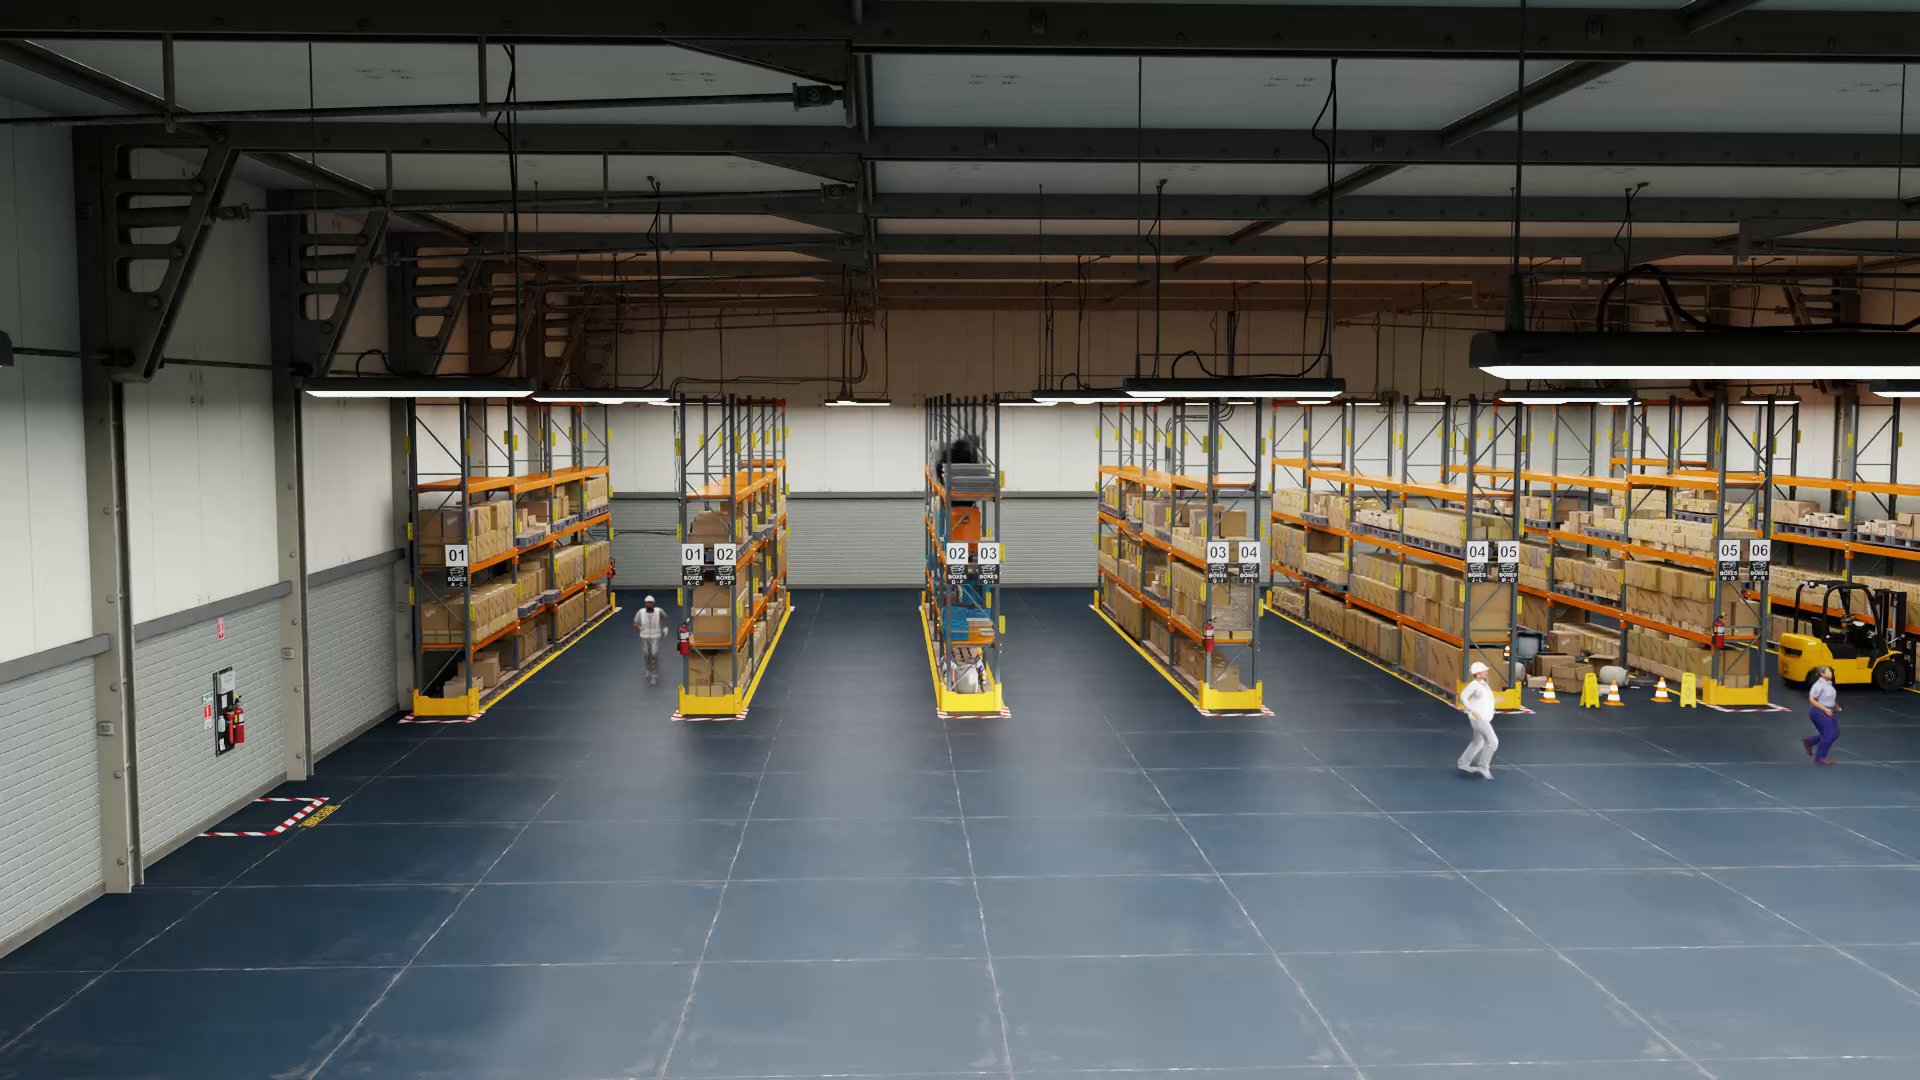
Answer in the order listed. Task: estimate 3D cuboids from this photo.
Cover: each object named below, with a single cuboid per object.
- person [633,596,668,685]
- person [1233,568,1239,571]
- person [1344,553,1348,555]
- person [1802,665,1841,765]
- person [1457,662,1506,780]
[{"bbox_3d":[-6.484,2.078,34.860,0.704,1.837,0.830,0,5,-5],"label":"person"},{"bbox_3d":[7.612,1.183,47.377,0.721,1.646,0.602,2,5,23],"label":"person"},{"bbox_3d":[11.395,0.971,49.284,0.701,1.742,0.742,0,5,4],"label":"person"},{"bbox_3d":[13.867,2.808,26.794,0.532,1.601,0.594,4,6,45],"label":"person"},{"bbox_3d":[8.091,2.807,25.804,0.715,1.824,0.637,2,5,28],"label":"person"}]
